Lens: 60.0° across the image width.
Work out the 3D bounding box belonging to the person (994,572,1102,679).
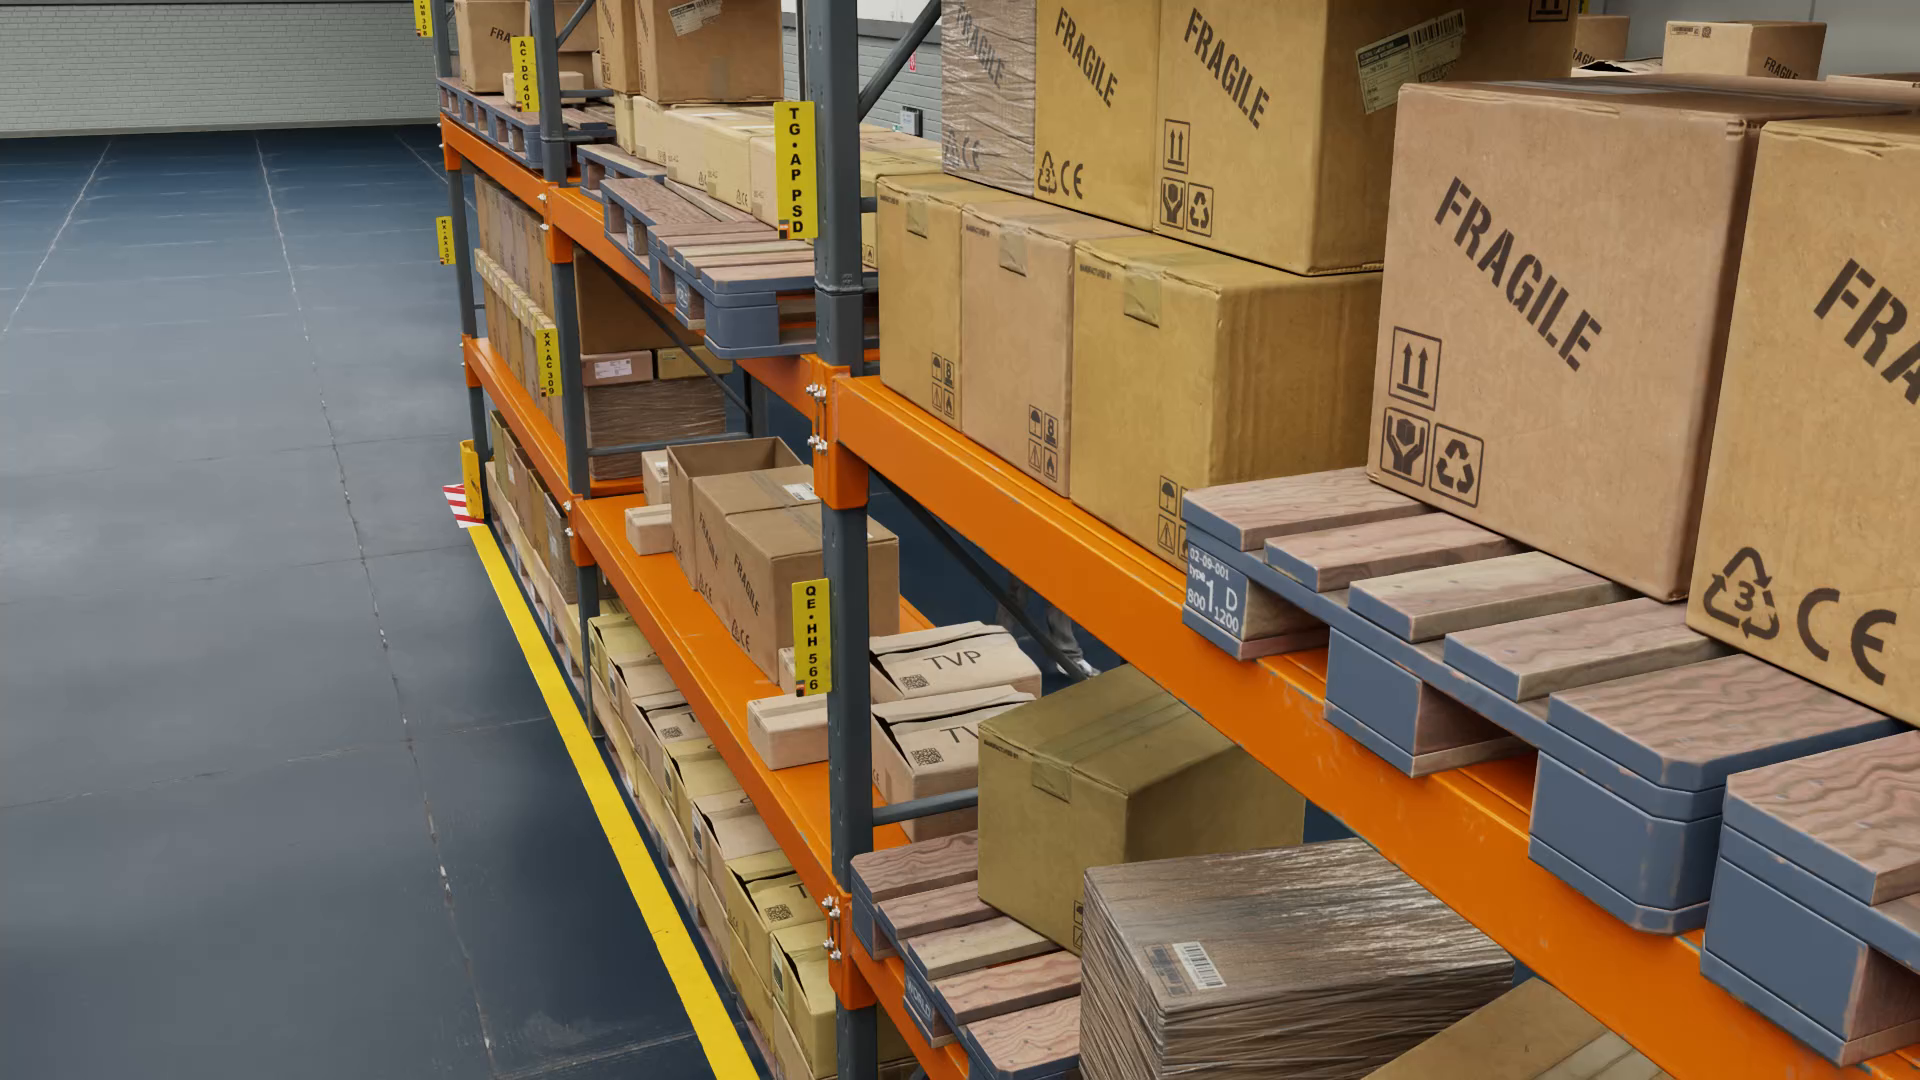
[{"bbox_3d":[0.454,0.031,8.987,0.618,1.611,0.419,8,21,21],"label":"person"}]
